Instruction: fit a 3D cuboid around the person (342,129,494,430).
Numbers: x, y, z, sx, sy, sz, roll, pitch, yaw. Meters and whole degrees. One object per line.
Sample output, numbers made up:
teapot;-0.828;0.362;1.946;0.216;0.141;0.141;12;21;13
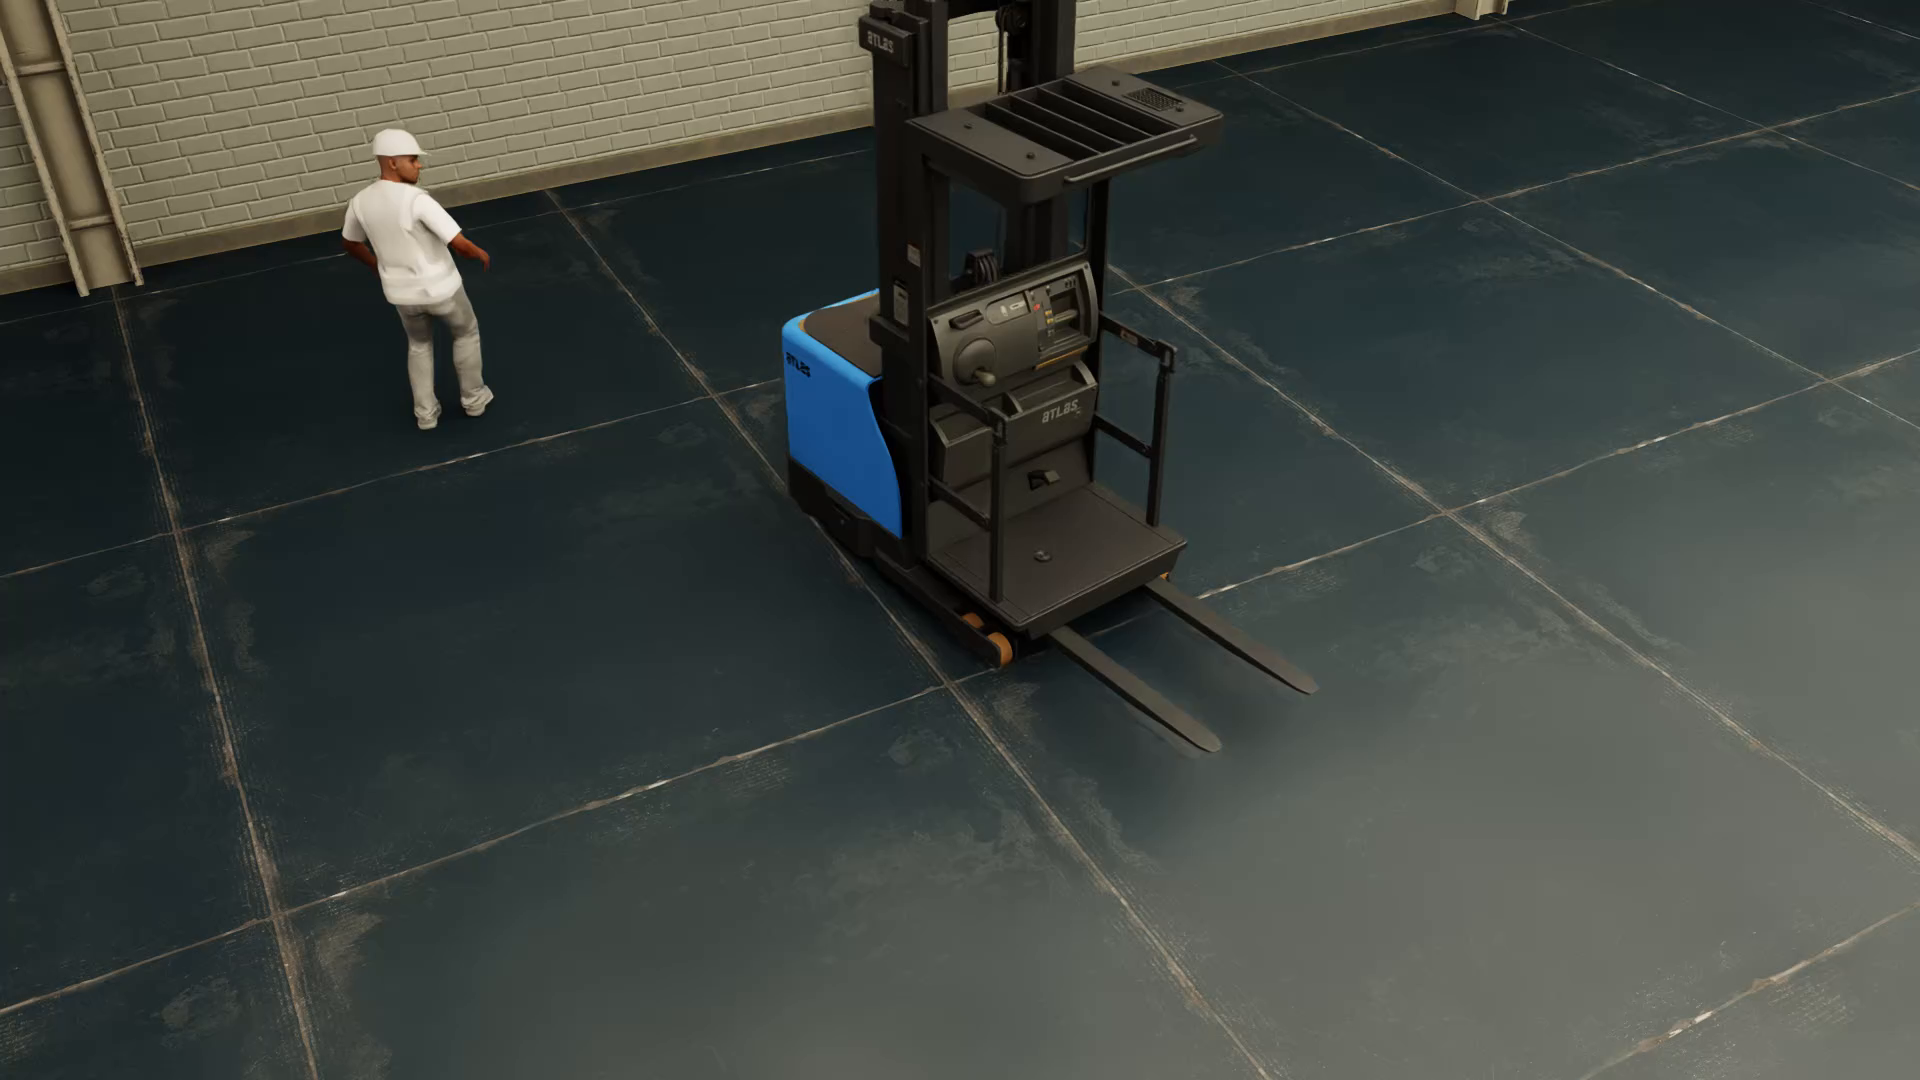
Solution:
person;-2.987;-1.440;9.231;0.800;1.713;0.519;6;36;8

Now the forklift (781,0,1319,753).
forklift;0.389;-0.923;7.429;1.130;2.935;3.031;-25;42;-30
